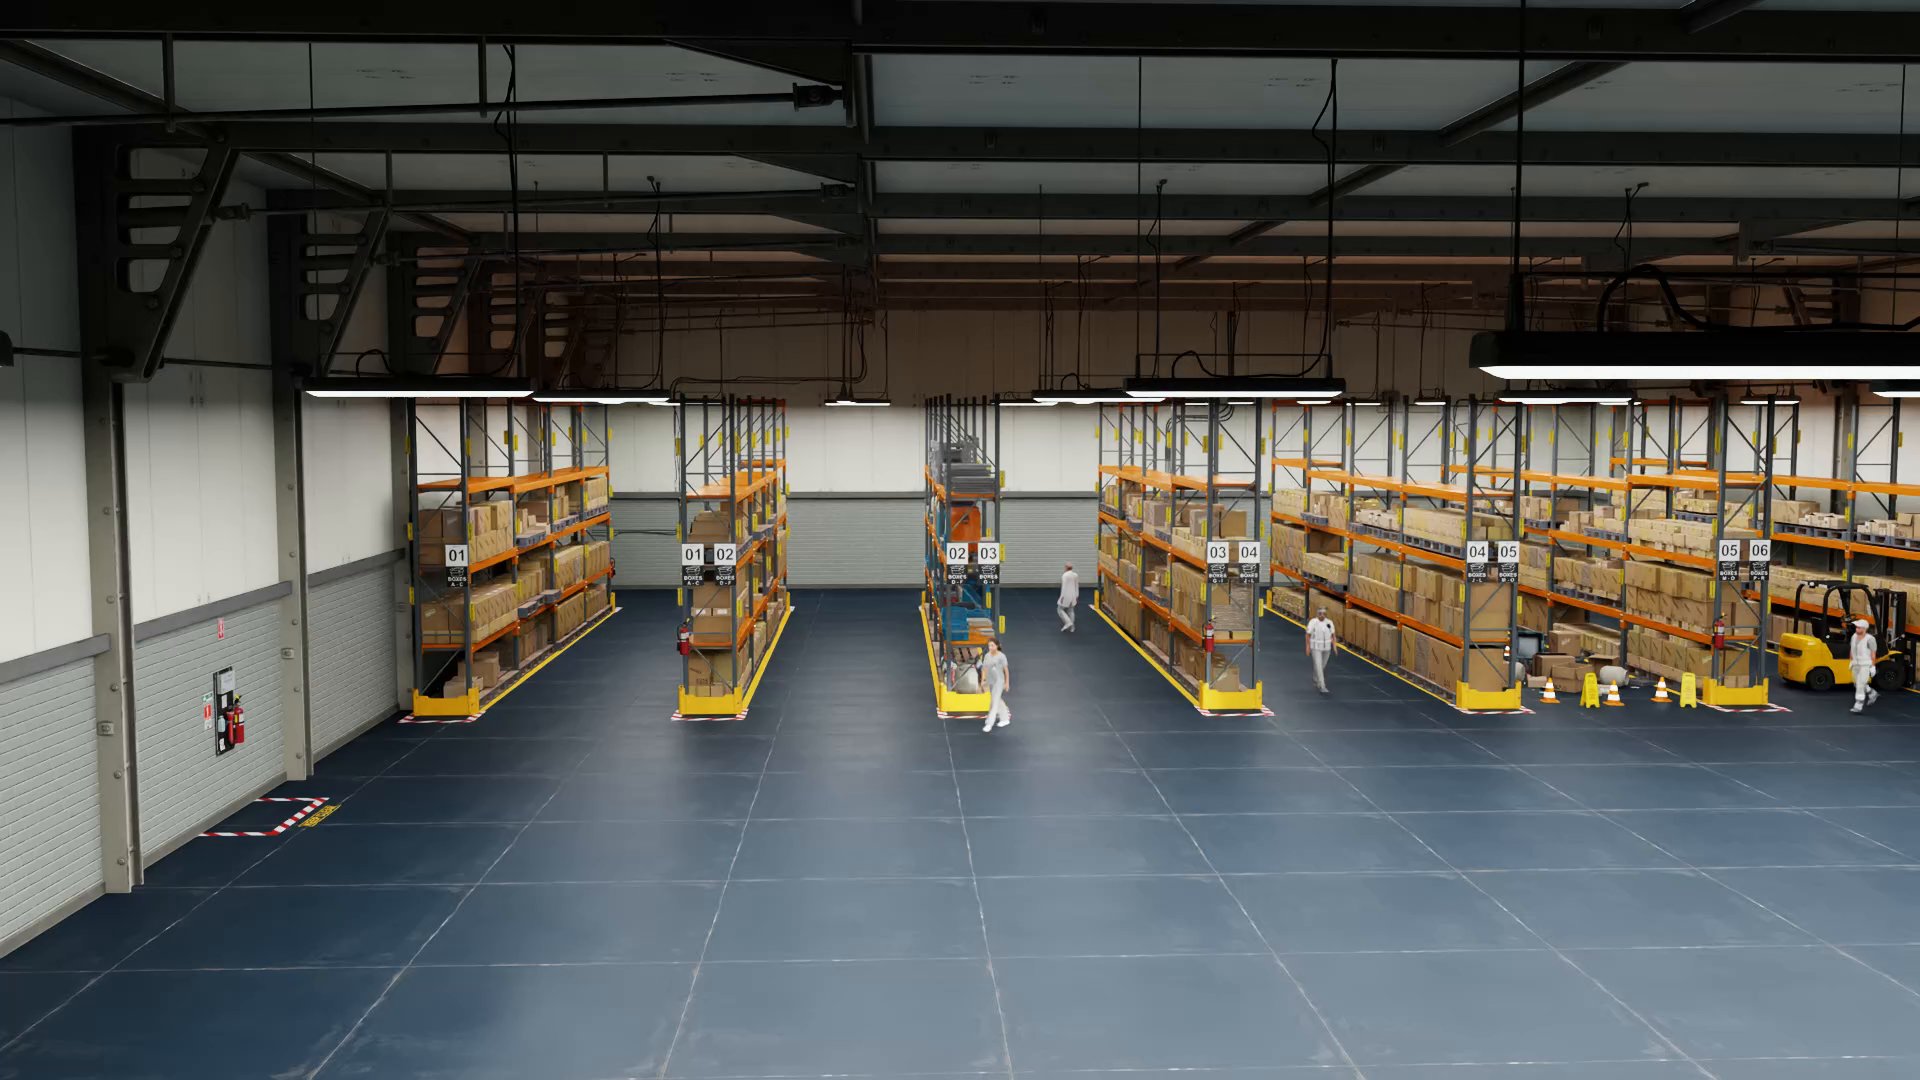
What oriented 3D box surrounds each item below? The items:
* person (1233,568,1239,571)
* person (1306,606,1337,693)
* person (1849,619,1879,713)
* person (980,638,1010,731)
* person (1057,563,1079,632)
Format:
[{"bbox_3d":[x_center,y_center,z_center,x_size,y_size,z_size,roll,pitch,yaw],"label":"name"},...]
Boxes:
[{"bbox_3d":[8.035,1.060,48.956,0.518,1.568,1.031,1,5,15],"label":"person"},{"bbox_3d":[7.335,2.187,33.634,0.554,1.708,1.004,-1,5,-11],"label":"person"},{"bbox_3d":[17.091,2.362,31.408,0.929,1.758,0.550,-2,5,-23],"label":"person"},{"bbox_3d":[0.583,2.548,29.567,0.466,1.627,0.978,4,6,41],"label":"person"},{"bbox_3d":[2.807,1.467,42.605,0.638,1.779,0.539,-4,6,-41],"label":"person"}]
